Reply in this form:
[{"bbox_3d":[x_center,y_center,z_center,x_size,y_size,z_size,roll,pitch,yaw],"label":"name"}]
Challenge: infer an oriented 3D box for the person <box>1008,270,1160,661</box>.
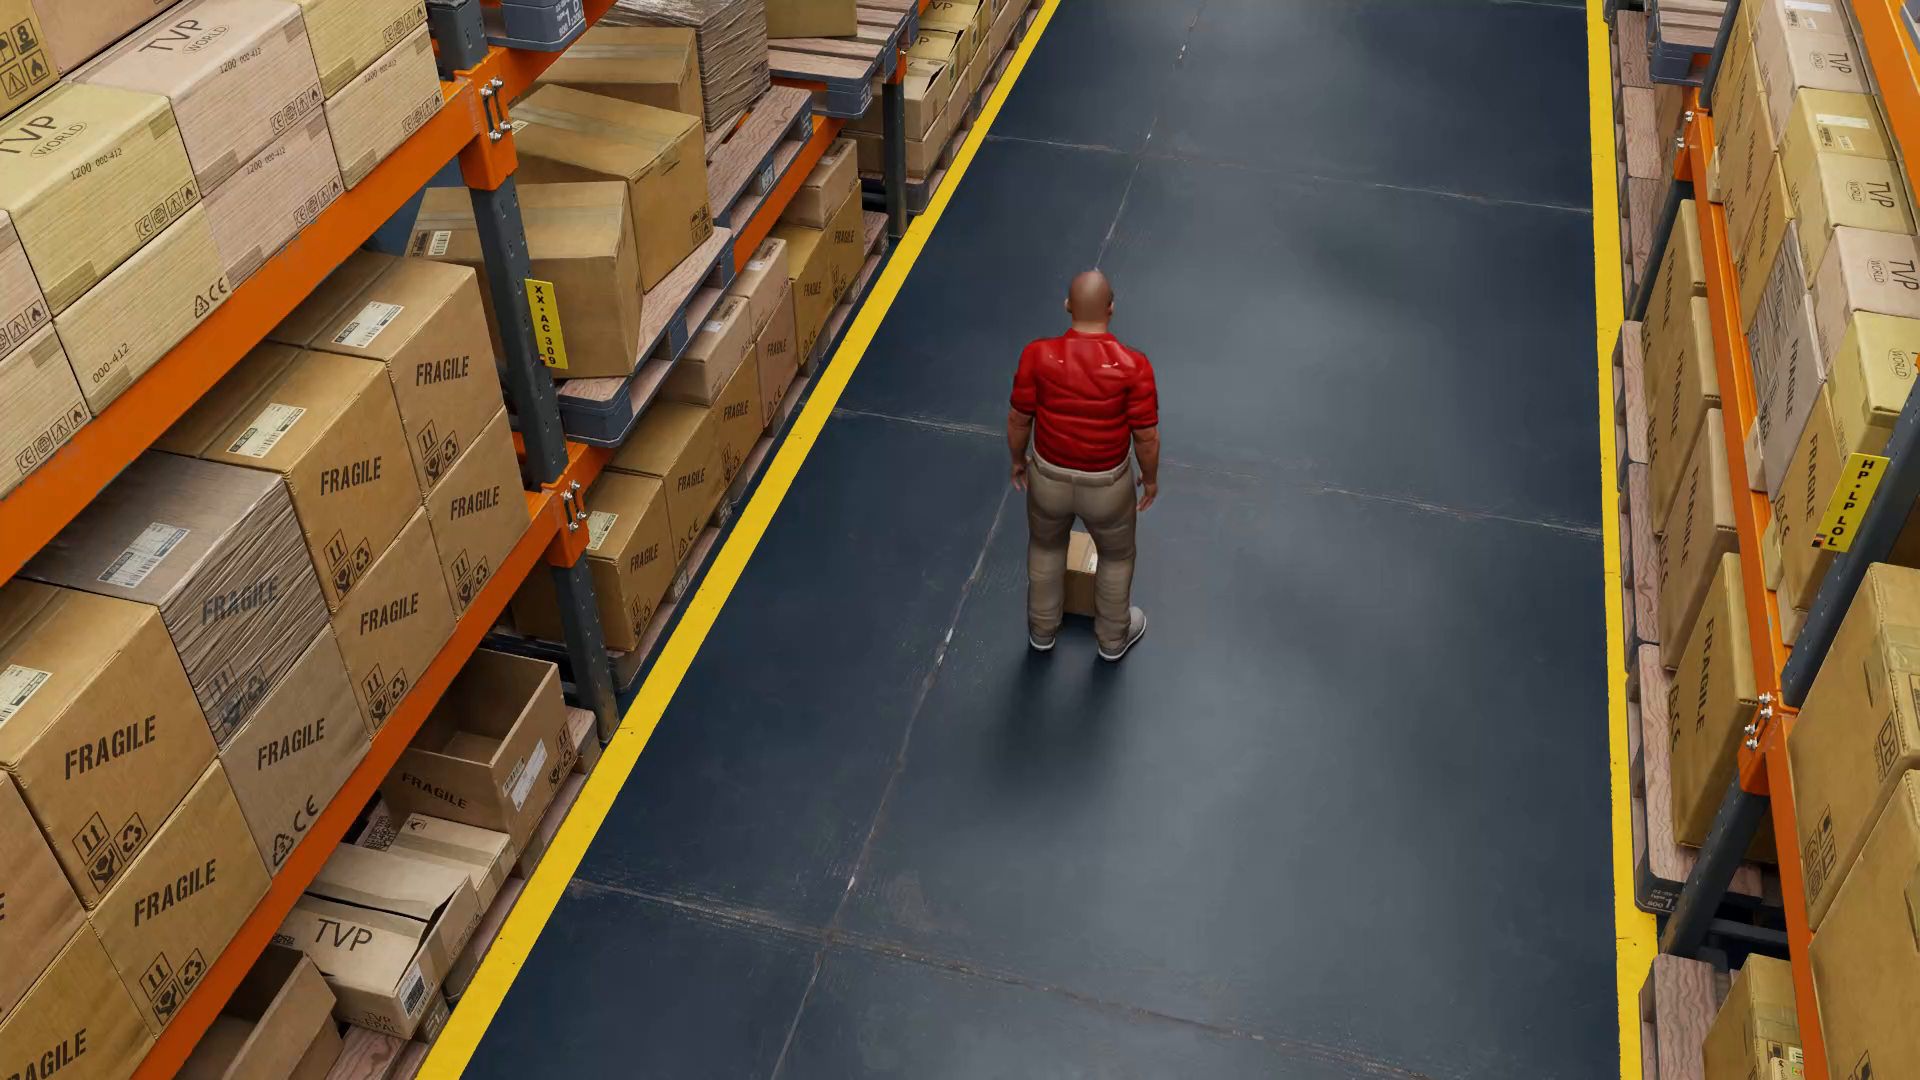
[{"bbox_3d":[0.476,-0.253,6.461,0.587,1.726,0.389,10,42,11],"label":"person"}]
